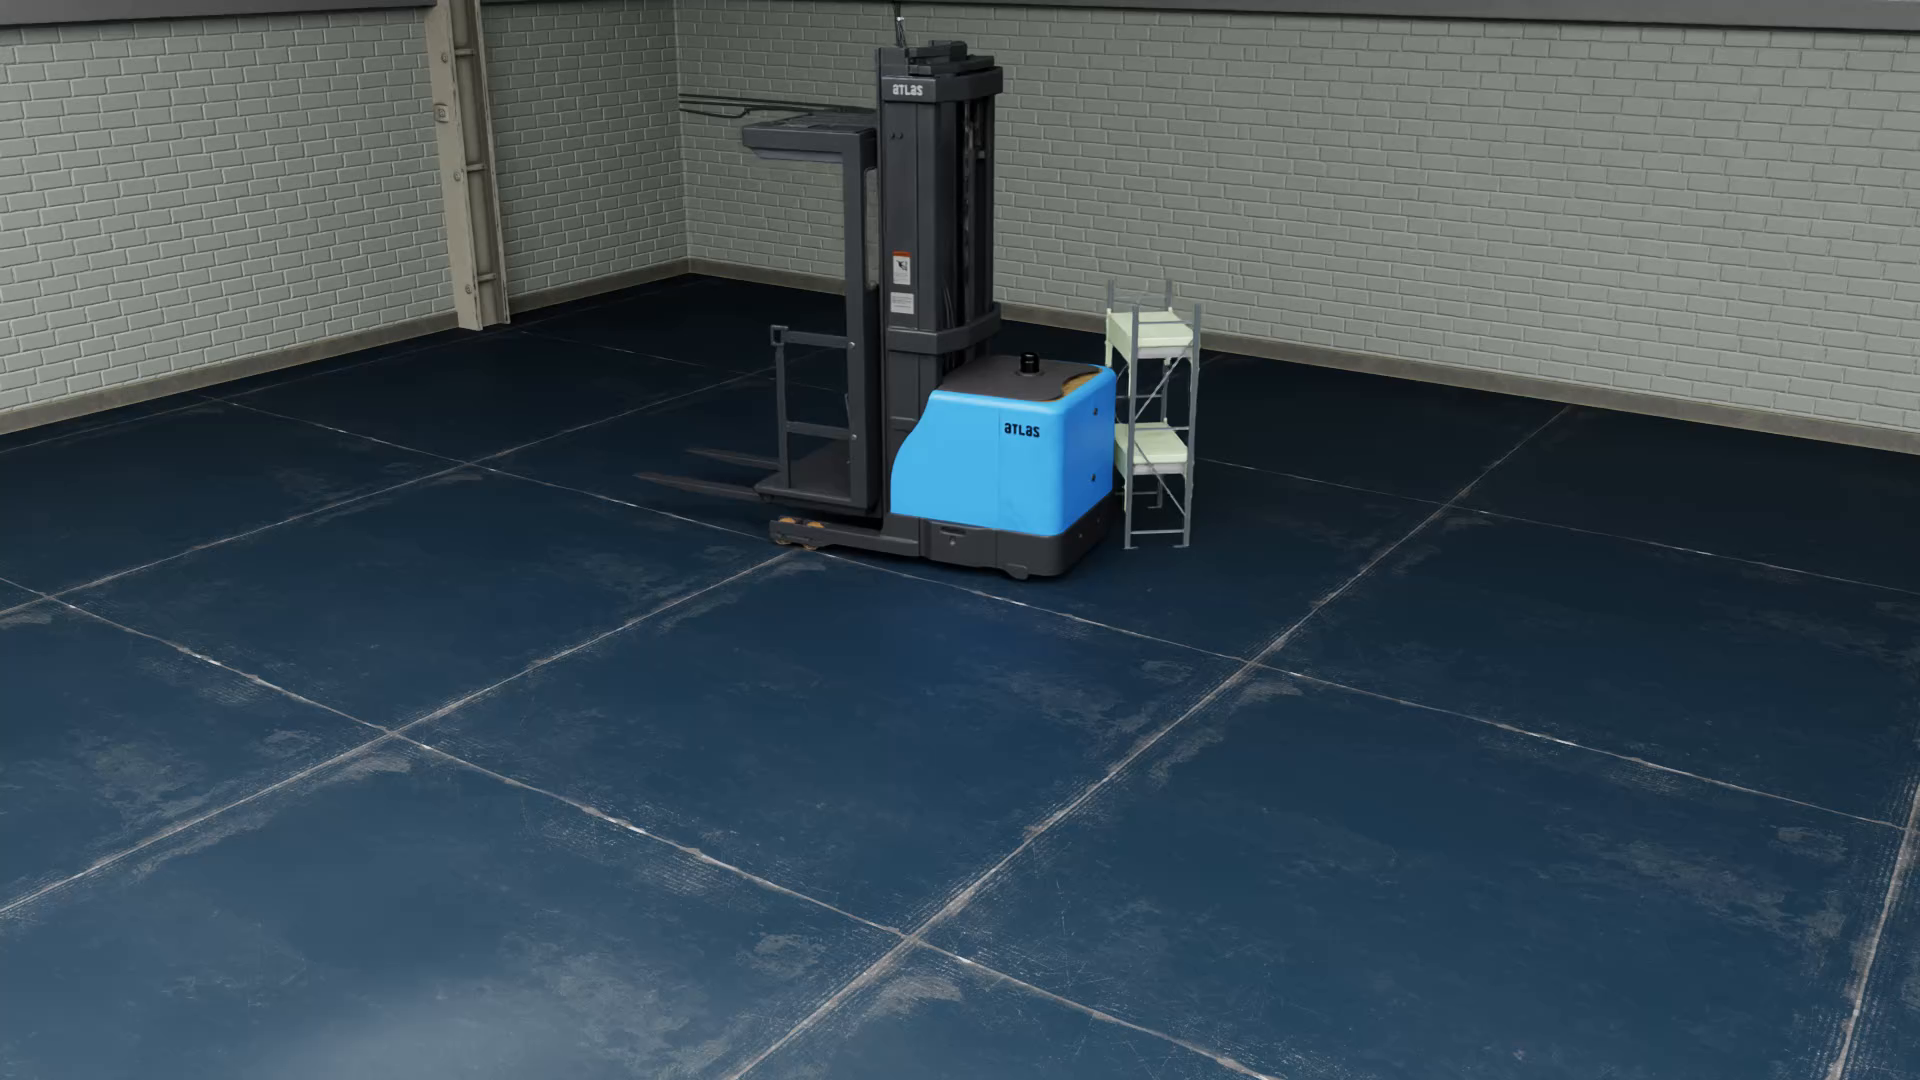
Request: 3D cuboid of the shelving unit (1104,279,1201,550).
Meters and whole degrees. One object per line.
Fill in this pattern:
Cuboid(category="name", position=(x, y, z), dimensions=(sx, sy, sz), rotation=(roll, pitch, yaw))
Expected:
Cuboid(category="shelving unit", position=(1.157, -0.783, 10.219), dimensions=(0.431, 1.500, 0.755), rotation=(-2, 20, -6))

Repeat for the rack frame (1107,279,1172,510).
Cuboid(category="rack frame", position=(1.116, -0.909, 10.560), dimensions=(0.400, 1.500, 0.023), rotation=(-2, 20, -6))

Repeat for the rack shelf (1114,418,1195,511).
Cuboid(category="rack shelf", position=(1.157, -0.477, 10.332), dimensions=(0.431, 0.370, 0.720), rotation=(-2, 20, -6))

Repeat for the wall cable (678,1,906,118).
Cuboid(category="wall cable", position=(-1.772, -5.398, 16.362), dimensions=(3.097, 2.526, 0.112), rotation=(13, 24, 32))

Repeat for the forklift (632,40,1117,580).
Cuboid(category="forklift", position=(-0.608, -1.471, 10.017), dimensions=(3.031, 2.935, 1.130), rotation=(9, 22, 23))

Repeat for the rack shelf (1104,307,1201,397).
Cuboid(category="rack shelf", position=(1.157, -1.149, 10.084), dimensions=(0.431, 0.370, 0.720), rotation=(-2, 20, -6))

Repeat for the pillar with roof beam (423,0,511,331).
Cuboid(category="pillar with roof beam", position=(-0.962, -5.427, 11.966), dimensions=(9.100, 9.000, 0.400), rotation=(13, 24, 32))

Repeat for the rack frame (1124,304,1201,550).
Cuboid(category="rack frame", position=(1.198, -0.657, 9.878), dimensions=(0.400, 1.500, 0.023), rotation=(-2, 20, -6))
